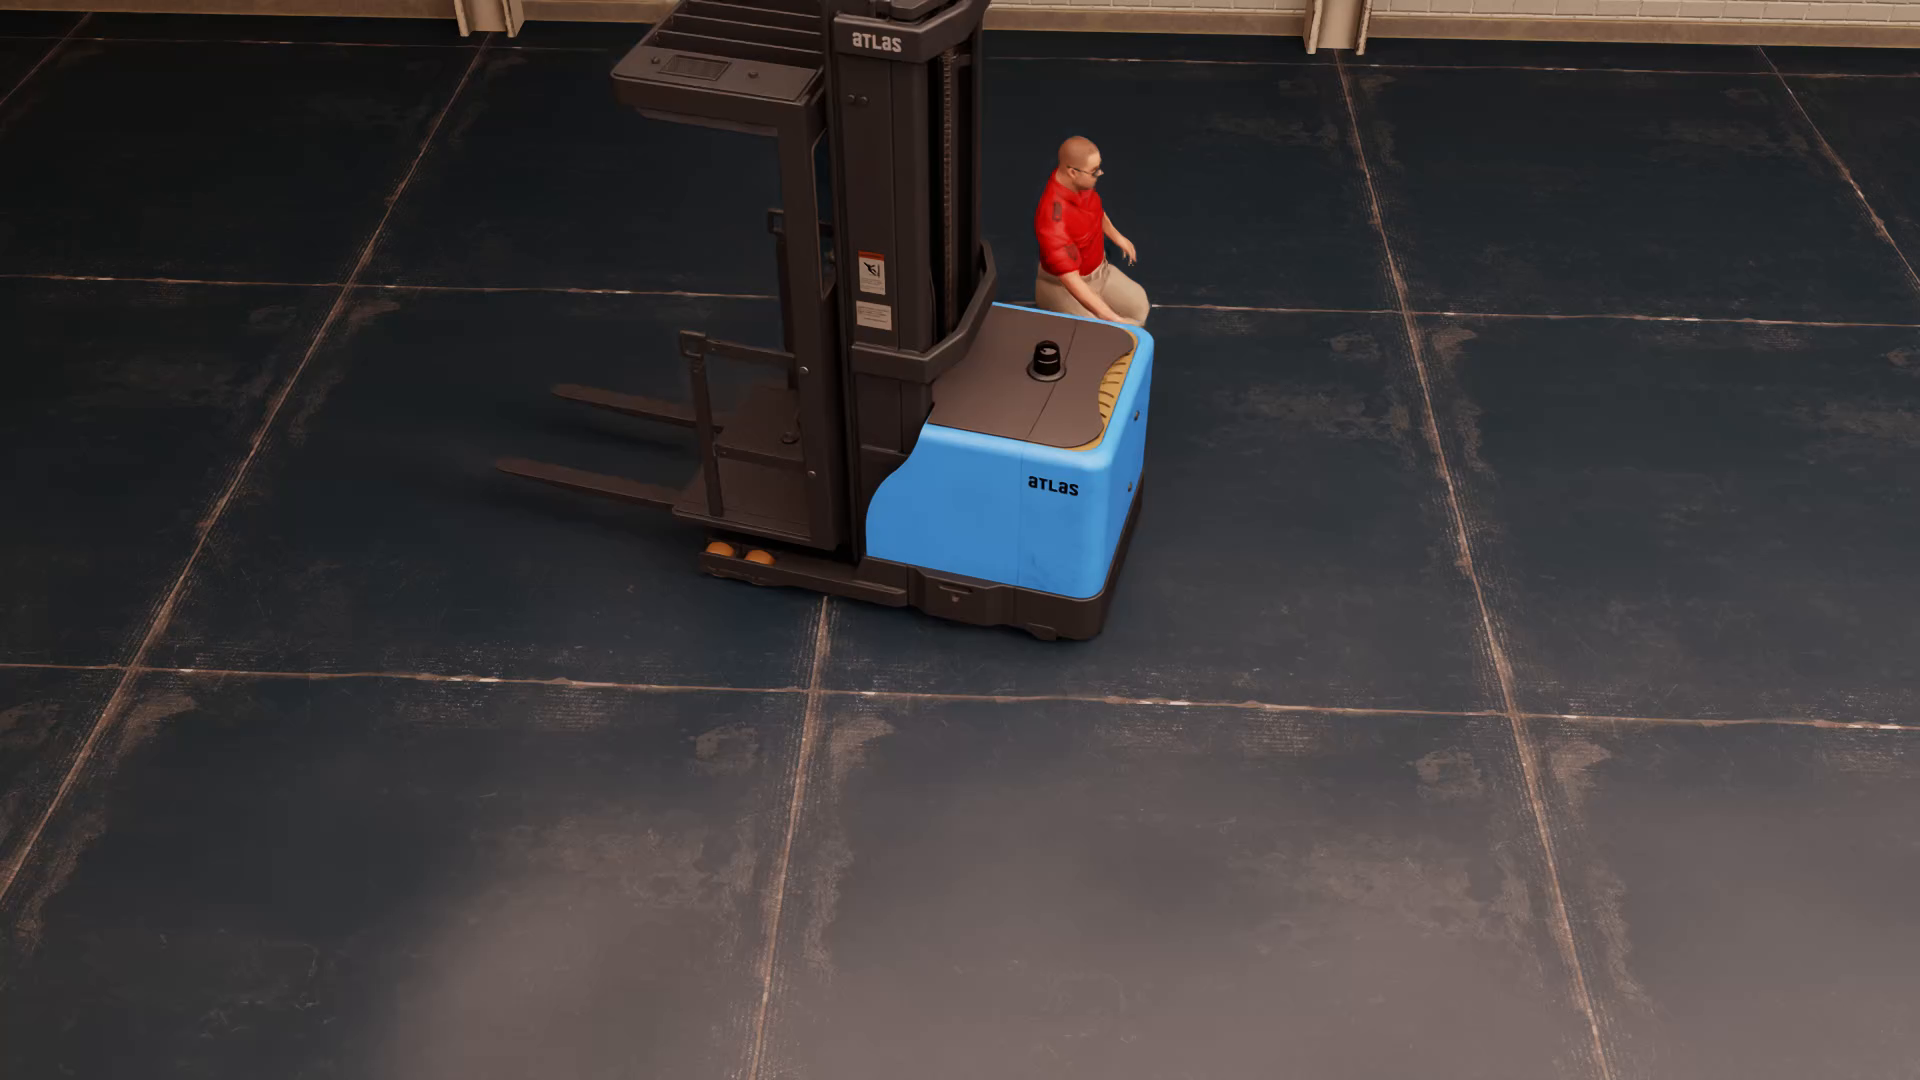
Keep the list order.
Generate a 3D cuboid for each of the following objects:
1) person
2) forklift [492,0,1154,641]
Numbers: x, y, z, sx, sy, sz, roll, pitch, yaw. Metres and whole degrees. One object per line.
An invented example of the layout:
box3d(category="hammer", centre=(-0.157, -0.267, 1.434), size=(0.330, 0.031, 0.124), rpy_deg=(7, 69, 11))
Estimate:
box3d(category="person", centre=(0.678, -1.231, 8.084), size=(0.620, 1.593, 0.794), rpy_deg=(14, 44, 15))
box3d(category="forklift", centre=(-0.703, -1.201, 7.058), size=(3.031, 2.935, 1.130), rpy_deg=(11, 44, 12))
